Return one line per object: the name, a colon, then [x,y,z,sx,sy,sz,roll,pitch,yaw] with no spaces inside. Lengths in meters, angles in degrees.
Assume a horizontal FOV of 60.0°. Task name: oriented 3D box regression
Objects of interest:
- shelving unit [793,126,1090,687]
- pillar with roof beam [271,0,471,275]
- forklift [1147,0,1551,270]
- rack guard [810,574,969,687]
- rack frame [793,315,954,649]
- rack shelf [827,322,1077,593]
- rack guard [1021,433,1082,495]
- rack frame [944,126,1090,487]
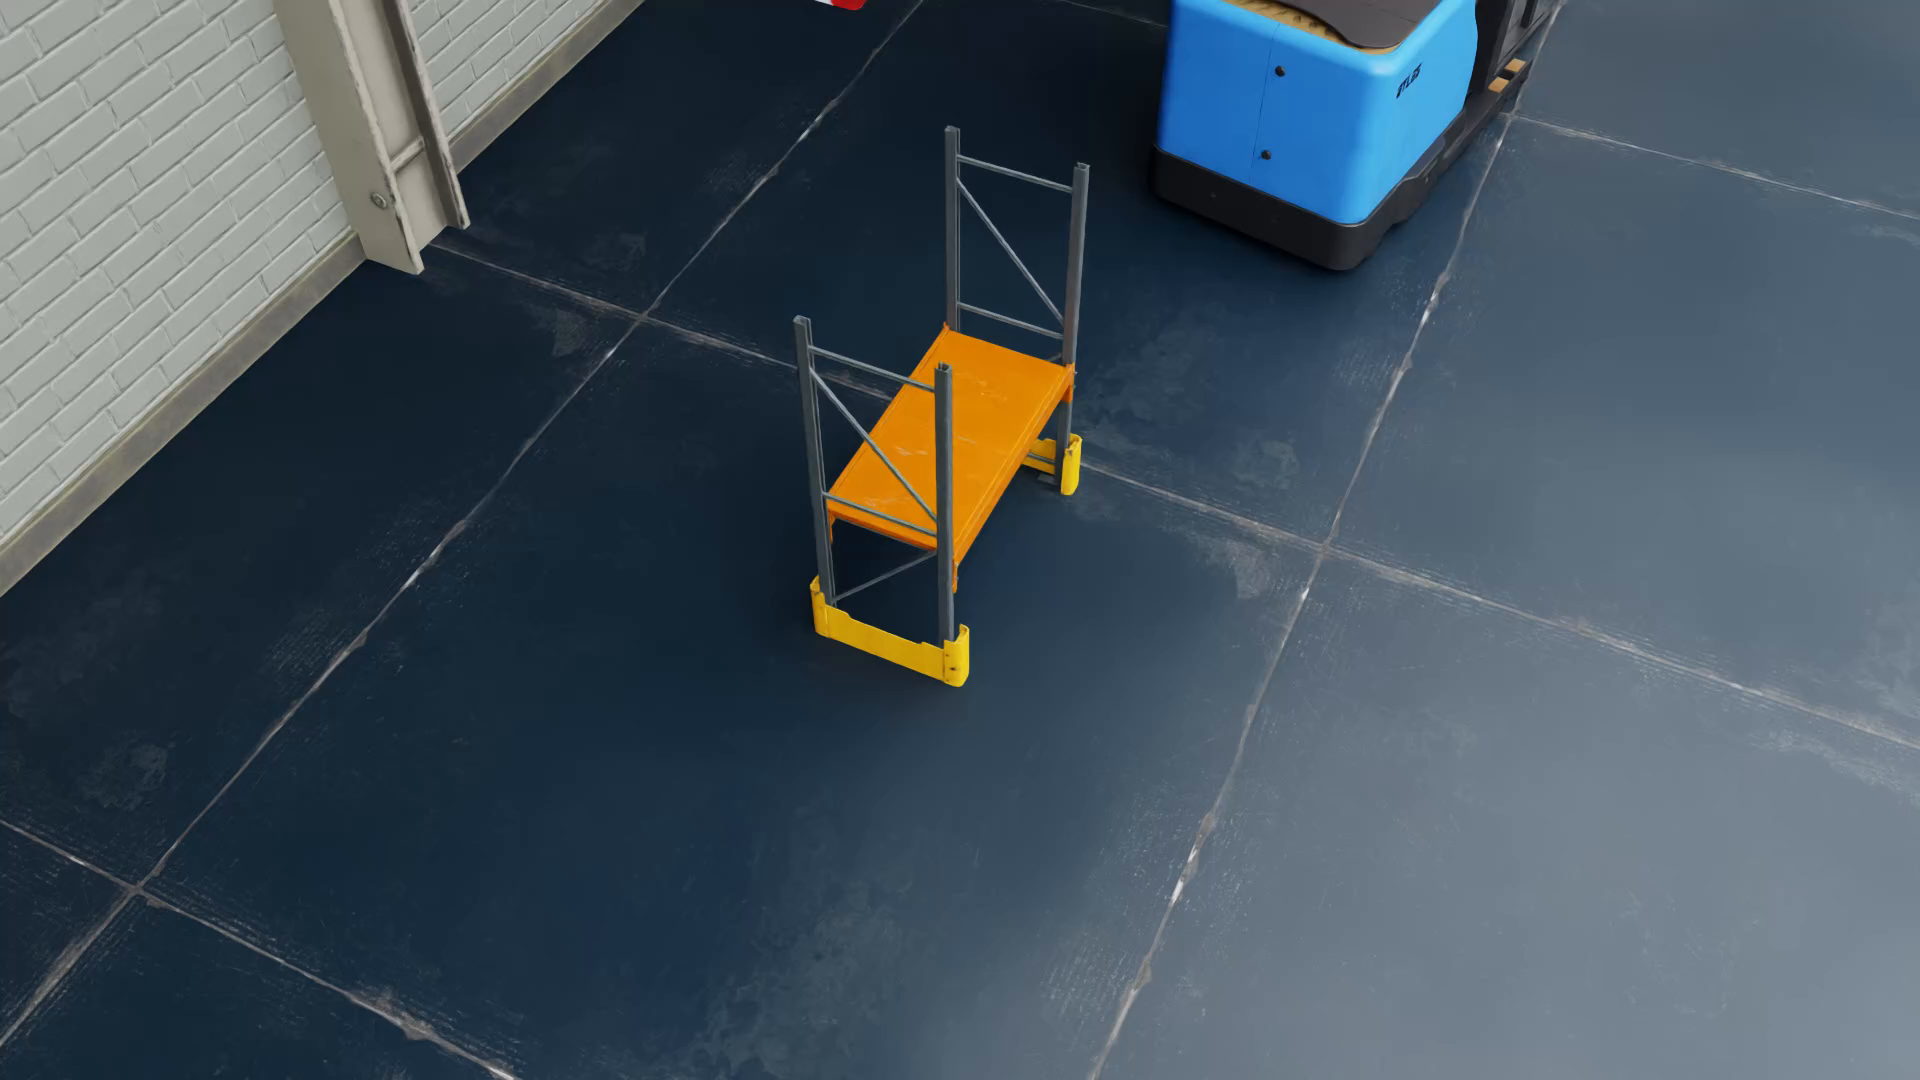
shelving unit: [-0.033,-0.434,5.634,0.587,1.500,1.083,20,52,16]
pillar with roof beam: [1.478,-2.852,2.768,9.100,9.000,0.400,20,52,16]
forklift: [2.112,-3.199,7.047,1.130,2.935,3.031,29,55,22]
rack guard: [-0.245,0.314,5.818,0.587,0.250,0.087,20,52,16]
rack frame: [-0.254,-0.077,5.331,0.500,1.500,0.032,20,52,16]
rack shelf: [-0.036,-0.311,5.766,0.538,0.185,1.000,20,52,16]
rack guard: [0.180,-0.371,6.402,0.587,0.250,0.087,20,52,16]
rack frame: [0.181,-0.777,5.927,0.500,1.500,0.032,20,52,16]
